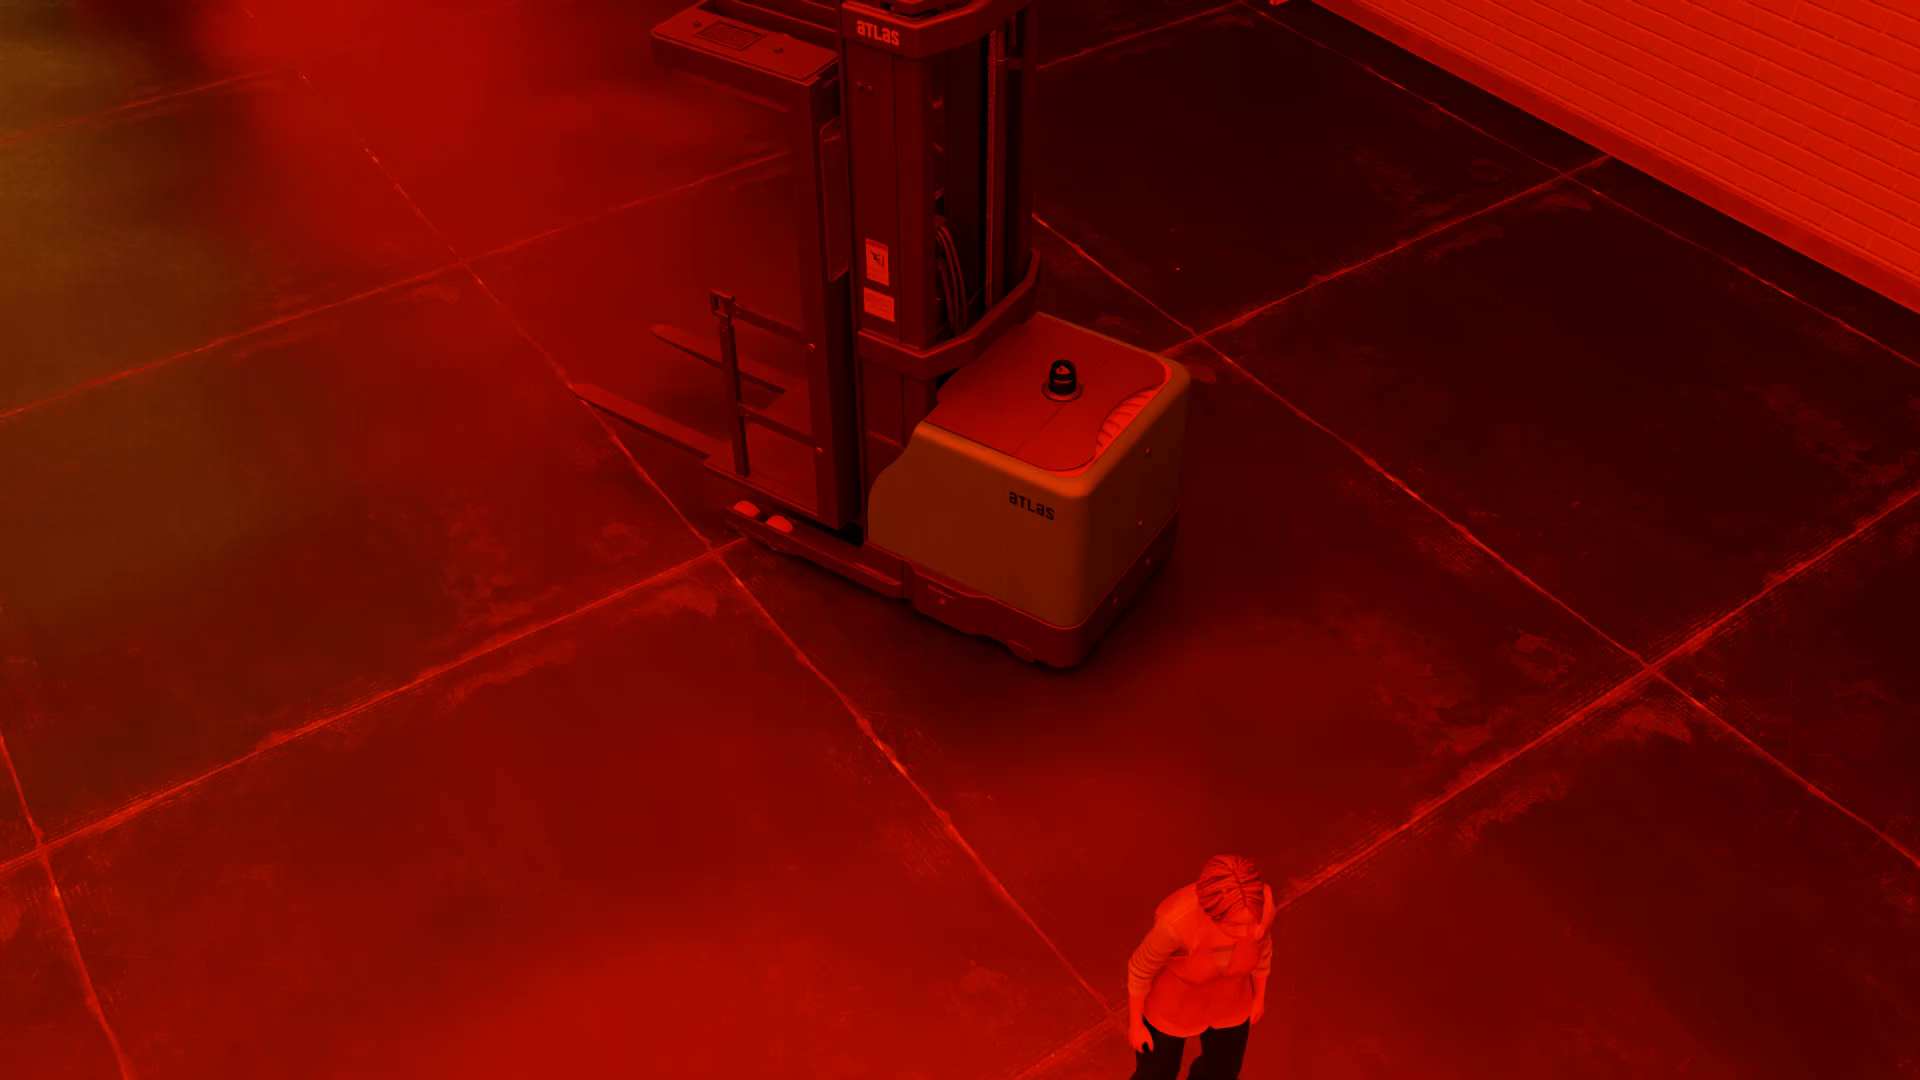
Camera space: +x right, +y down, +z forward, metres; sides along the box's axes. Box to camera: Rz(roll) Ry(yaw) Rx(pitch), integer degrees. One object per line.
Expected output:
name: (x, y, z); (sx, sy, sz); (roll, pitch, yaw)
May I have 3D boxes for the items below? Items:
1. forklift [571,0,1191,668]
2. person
forklift: (-0.511, -1.302, 7.129); (3.031, 2.935, 1.130); (24, 48, 24)
person: (0.733, 1.450, 5.133); (0.459, 1.592, 0.345); (-9, 43, -10)
